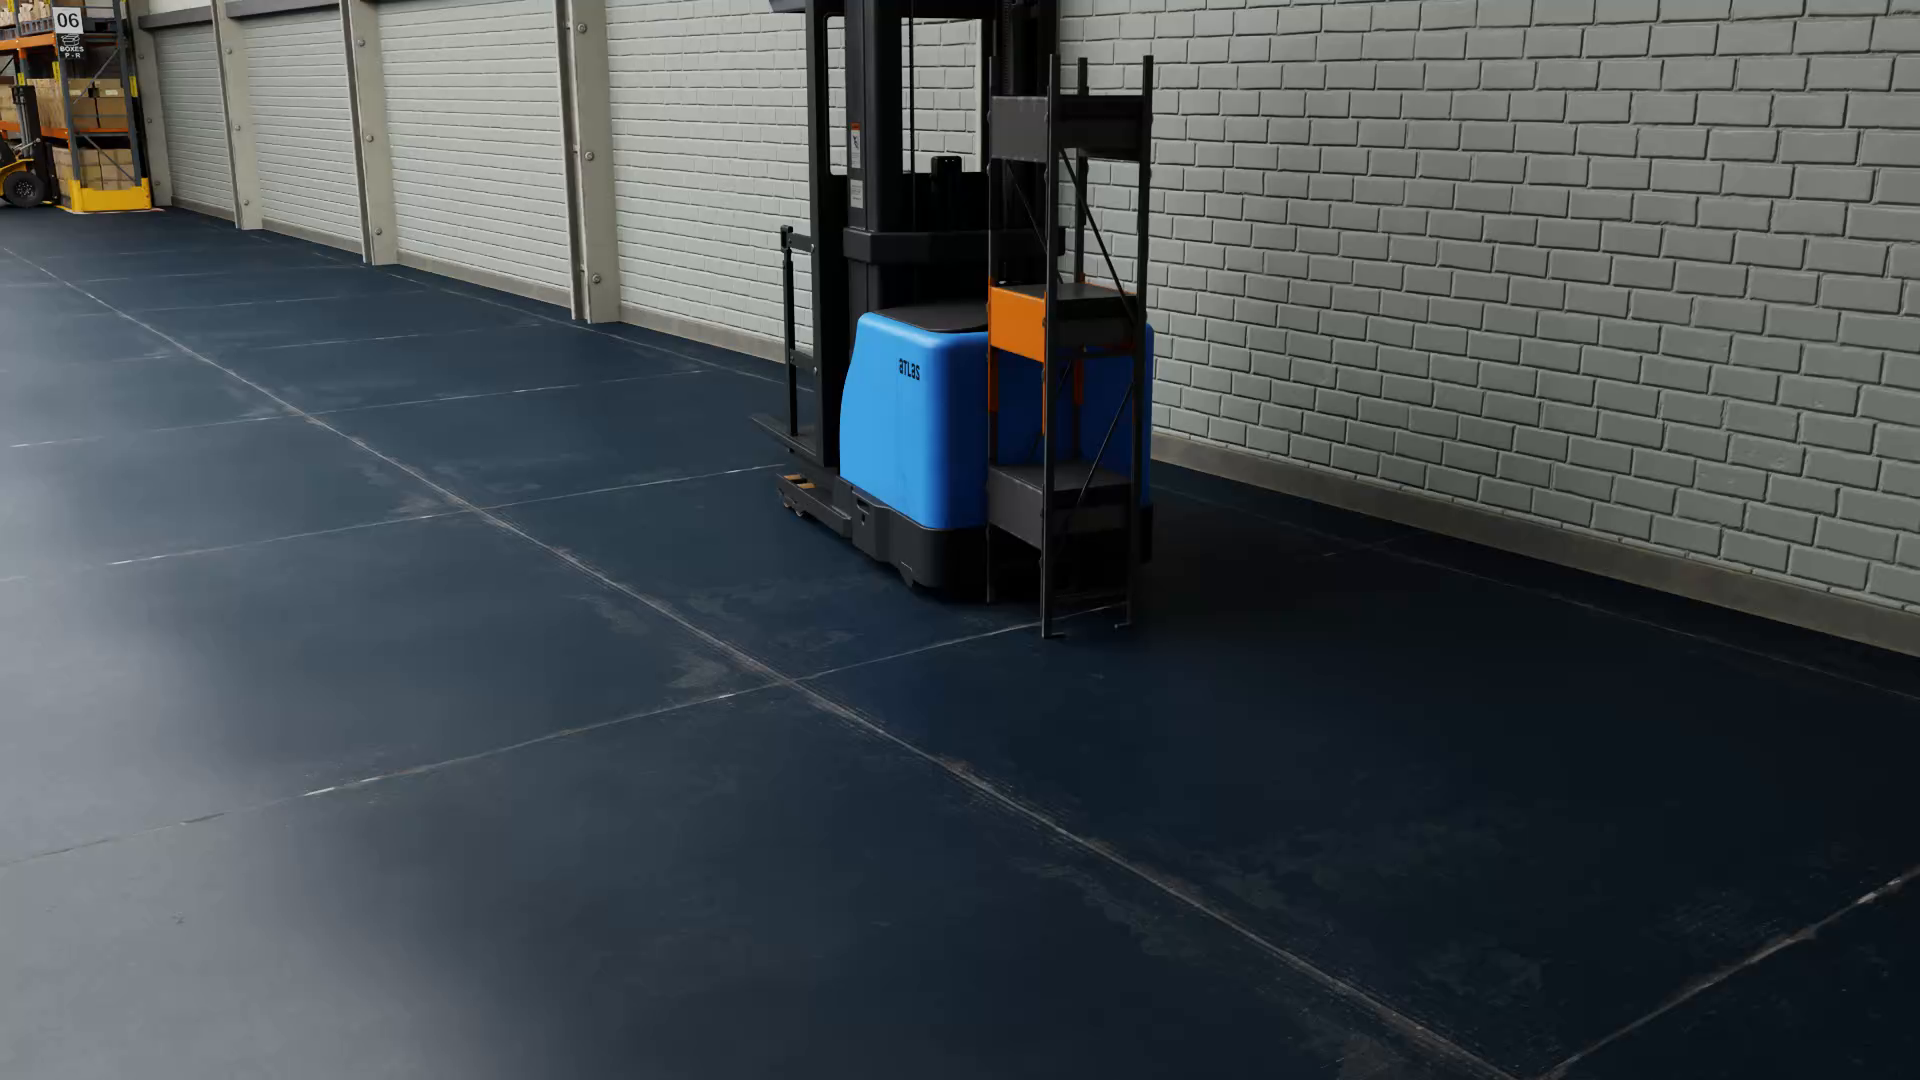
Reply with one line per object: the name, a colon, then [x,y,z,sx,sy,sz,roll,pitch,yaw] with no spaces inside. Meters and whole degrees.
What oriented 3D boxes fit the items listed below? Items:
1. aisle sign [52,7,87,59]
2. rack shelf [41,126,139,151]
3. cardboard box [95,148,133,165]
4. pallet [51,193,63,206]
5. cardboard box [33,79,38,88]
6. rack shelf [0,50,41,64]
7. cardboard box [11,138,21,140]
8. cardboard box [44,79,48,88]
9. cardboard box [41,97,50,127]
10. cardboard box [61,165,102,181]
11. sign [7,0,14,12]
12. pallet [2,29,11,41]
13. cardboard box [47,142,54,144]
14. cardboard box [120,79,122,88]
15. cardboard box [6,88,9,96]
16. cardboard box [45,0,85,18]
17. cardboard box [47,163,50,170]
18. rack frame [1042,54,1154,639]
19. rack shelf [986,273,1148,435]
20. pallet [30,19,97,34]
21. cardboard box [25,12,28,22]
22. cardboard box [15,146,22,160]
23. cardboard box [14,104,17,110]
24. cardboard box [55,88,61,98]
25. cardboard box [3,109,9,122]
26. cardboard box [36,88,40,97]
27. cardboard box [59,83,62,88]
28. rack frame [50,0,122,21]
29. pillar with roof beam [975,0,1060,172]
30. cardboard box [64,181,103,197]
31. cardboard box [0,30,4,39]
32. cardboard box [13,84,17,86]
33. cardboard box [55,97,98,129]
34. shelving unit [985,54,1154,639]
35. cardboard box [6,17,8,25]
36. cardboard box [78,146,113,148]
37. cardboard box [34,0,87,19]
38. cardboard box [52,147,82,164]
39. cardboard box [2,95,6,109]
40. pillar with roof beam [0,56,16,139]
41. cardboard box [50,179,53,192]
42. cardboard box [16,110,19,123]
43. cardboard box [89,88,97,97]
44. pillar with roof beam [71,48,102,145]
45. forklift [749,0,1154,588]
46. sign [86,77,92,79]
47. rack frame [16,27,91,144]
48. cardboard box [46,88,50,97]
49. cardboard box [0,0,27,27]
aisle sign: [-14.306,-8.142,26.718,0.394,0.787,0.004,-11,19,-35]
rack shelf: [-15.283,-7.028,28.934,1.077,0.370,4.000,-11,19,-35]
cardboard box: [-14.236,-6.438,27.937,0.500,0.250,0.500,-11,19,-35]
pallet: [-15.304,-6.020,29.171,1.003,0.211,1.213,-11,19,-35]
cardboard box: [-16.059,-8.027,29.239,0.380,0.149,0.250,-10,18,-33]
rack shelf: [-19.987,-10.183,34.780,1.077,0.370,4.000,-11,19,-35]
cardboard box: [-20.713,-8.786,36.707,0.380,0.149,0.250,-12,19,-37]
cardboard box: [-15.320,-7.753,28.240,0.380,0.149,0.250,-10,18,-33]
cardboard box: [-15.512,-7.388,28.696,0.500,0.500,0.500,-11,19,-34]
cardboard box: [-14.646,-6.121,27.723,0.500,0.250,0.500,-11,19,-35]
sign: [-16.892,-9.564,29.579,0.100,0.325,0.005,-11,19,-35]
pallet: [-17.679,-9.642,31.800,1.003,0.211,1.213,-10,18,-32]
cardboard box: [-18.865,-8.126,34.293,0.380,0.149,0.250,-10,18,-32]
cardboard box: [-14.237,-7.624,27.767,0.380,0.149,0.250,-10,18,-33]
cardboard box: [-18.368,-8.742,32.416,0.380,0.149,0.250,-11,19,-34]
cardboard box: [-14.564,-8.750,27.008,0.500,0.500,0.500,-10,18,-33]
cardboard box: [-15.544,-6.444,28.904,0.500,0.250,0.500,-11,19,-35]
rack frame: [0.493,-0.665,6.029,0.400,2.100,0.015,-7,17,-23]
rack shelf: [0.394,-0.711,6.247,0.431,0.518,0.480,-7,17,-23]
pallet: [-15.223,-8.768,28.414,1.003,0.211,1.213,-11,19,-35]
cardboard box: [-15.989,-9.071,28.846,0.380,0.149,0.250,-10,18,-33]
cardboard box: [-18.064,-7.440,32.779,0.875,0.625,0.625,-10,18,-33]
cardboard box: [-17.559,-8.255,31.391,0.500,0.250,0.500,-10,18,-33]
cardboard box: [-14.712,-7.389,27.474,0.380,0.149,0.250,-11,18,-34]
cardboard box: [-18.456,-8.343,32.660,0.500,0.250,0.500,-11,19,-36]
cardboard box: [-15.917,-7.827,29.074,0.380,0.149,0.250,-11,19,-35]
cardboard box: [-14.658,-7.544,27.476,0.380,0.149,0.250,-11,19,-34]
rack frame: [-14.107,-9.841,26.487,1.000,3.000,0.127,-11,19,-35]
pillar with roof beam: [-3.158,-4.337,6.376,9.100,9.000,0.400,-11,19,-35]
cardboard box: [-14.639,-5.875,27.774,0.500,0.250,0.500,-11,19,-34]
cardboard box: [-19.309,-10.102,33.407,0.500,0.250,0.500,-12,19,-36]
cardboard box: [-18.987,-9.041,33.942,0.500,0.500,0.500,-10,18,-32]
cardboard box: [-14.609,-7.060,27.501,0.500,0.500,0.500,-11,19,-36]
shelving unit: [0.394,-0.724,6.244,0.431,2.100,0.503,-7,17,-23]
cardboard box: [-17.351,-9.566,30.654,0.380,0.149,0.250,-11,19,-35]
cardboard box: [-15.114,-6.763,29.125,0.500,0.250,0.500,-11,19,-36]
cardboard box: [-15.086,-8.985,27.864,0.700,0.500,0.500,-11,19,-34]
cardboard box: [-15.240,-6.571,28.420,0.500,0.250,0.500,-11,19,-34]
cardboard box: [-18.454,-8.585,32.598,0.500,0.250,0.500,-10,18,-33]
pillar with roof beam: [-27.853,-13.305,39.143,9.100,9.000,0.400,-11,19,-35]
cardboard box: [-15.534,-6.199,28.955,0.500,0.250,0.500,-10,18,-33]
cardboard box: [-17.534,-8.014,31.458,0.500,0.250,0.500,-11,19,-34]
cardboard box: [-14.293,-7.464,27.748,0.380,0.149,0.250,-11,19,-35]
pillar with roof beam: [-20.797,-10.743,29.781,9.100,9.000,0.400,-11,19,-35]
forklift: [-0.253,-1.564,7.738,1.130,2.935,3.031,-7,17,-23]
sign: [-16.011,-8.344,30.591,0.100,0.325,0.005,-11,19,-35]
rack frame: [-16.459,-7.802,30.400,1.000,3.000,0.127,-11,19,-35]
cardboard box: [-15.311,-7.610,28.279,0.380,0.149,0.250,-11,19,-34]
cardboard box: [-17.983,-9.992,31.545,0.500,0.500,0.500,-10,18,-33]
